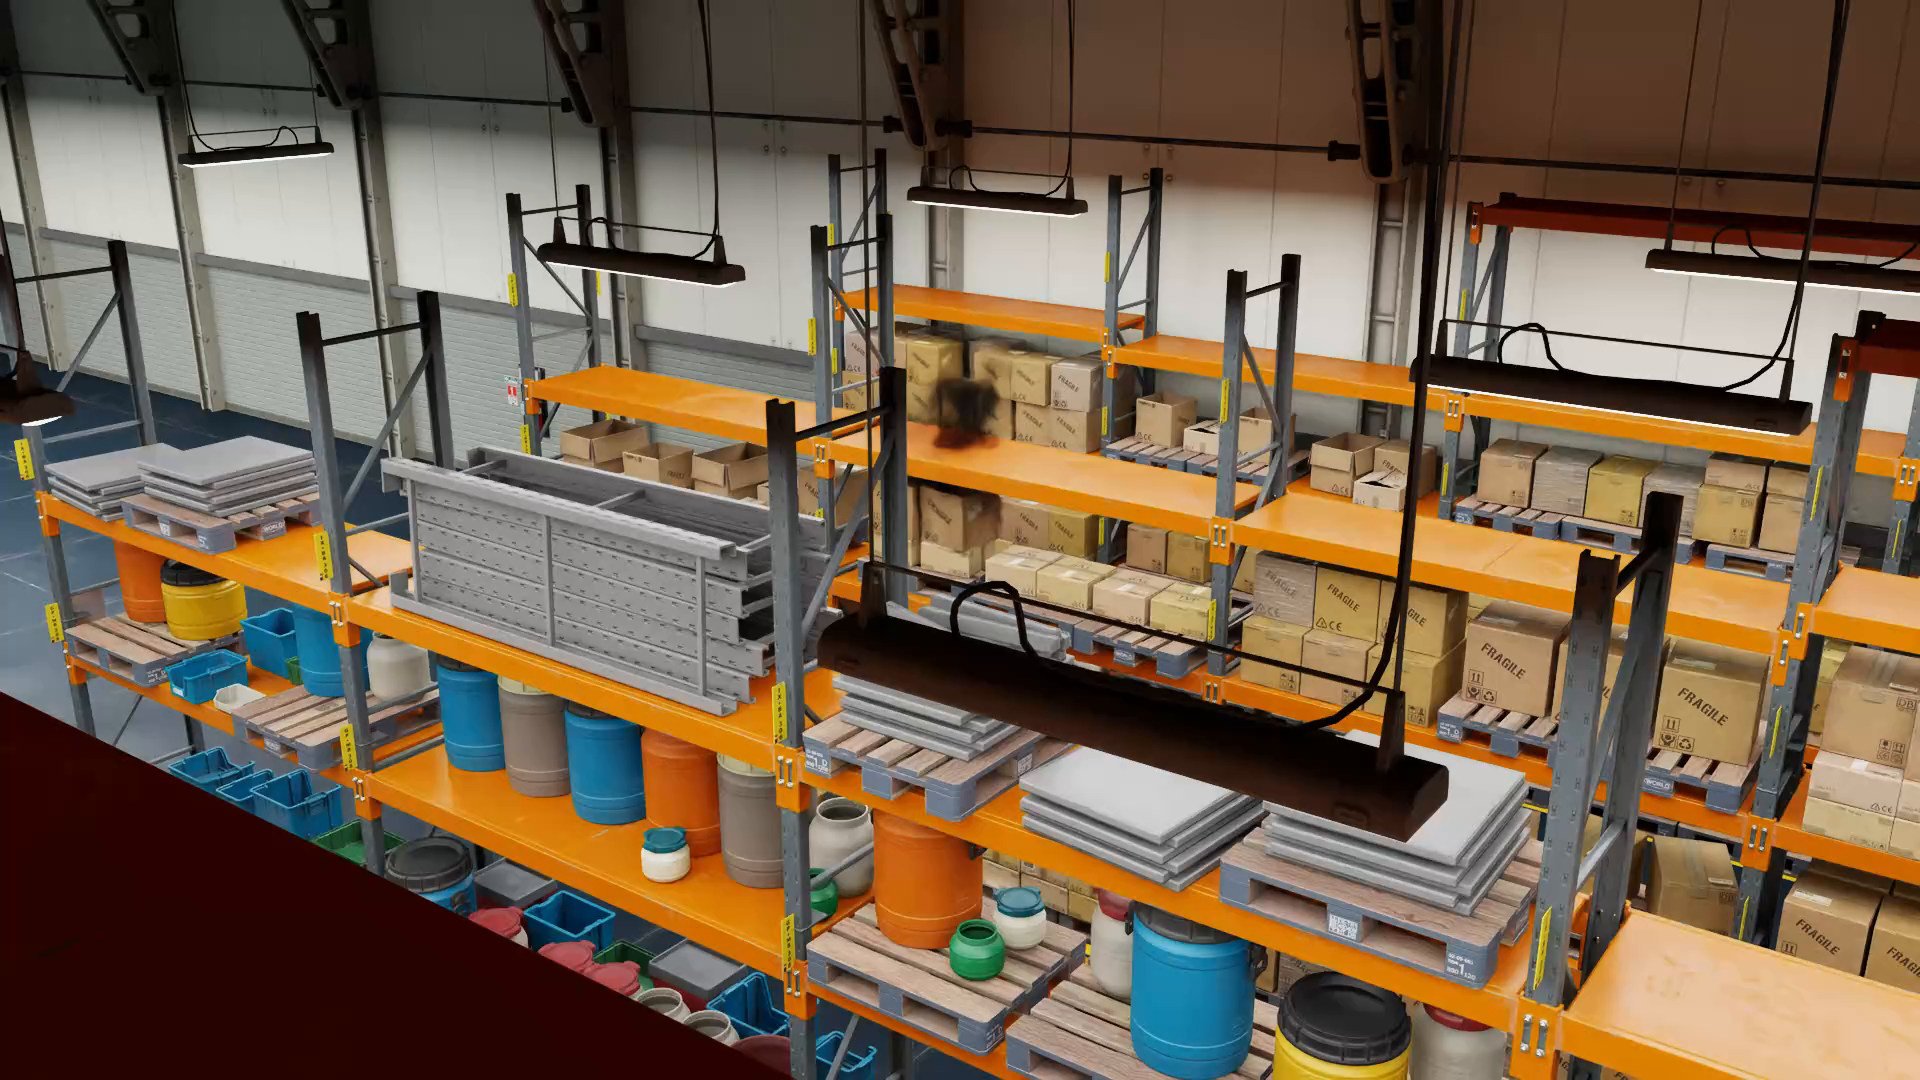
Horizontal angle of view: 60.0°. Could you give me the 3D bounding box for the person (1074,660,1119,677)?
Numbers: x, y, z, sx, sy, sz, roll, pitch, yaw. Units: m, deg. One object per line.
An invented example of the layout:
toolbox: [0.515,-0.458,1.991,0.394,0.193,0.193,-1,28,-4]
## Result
person: [1.241,1.674,17.259,0.688,1.773,0.648,10,21,29]
